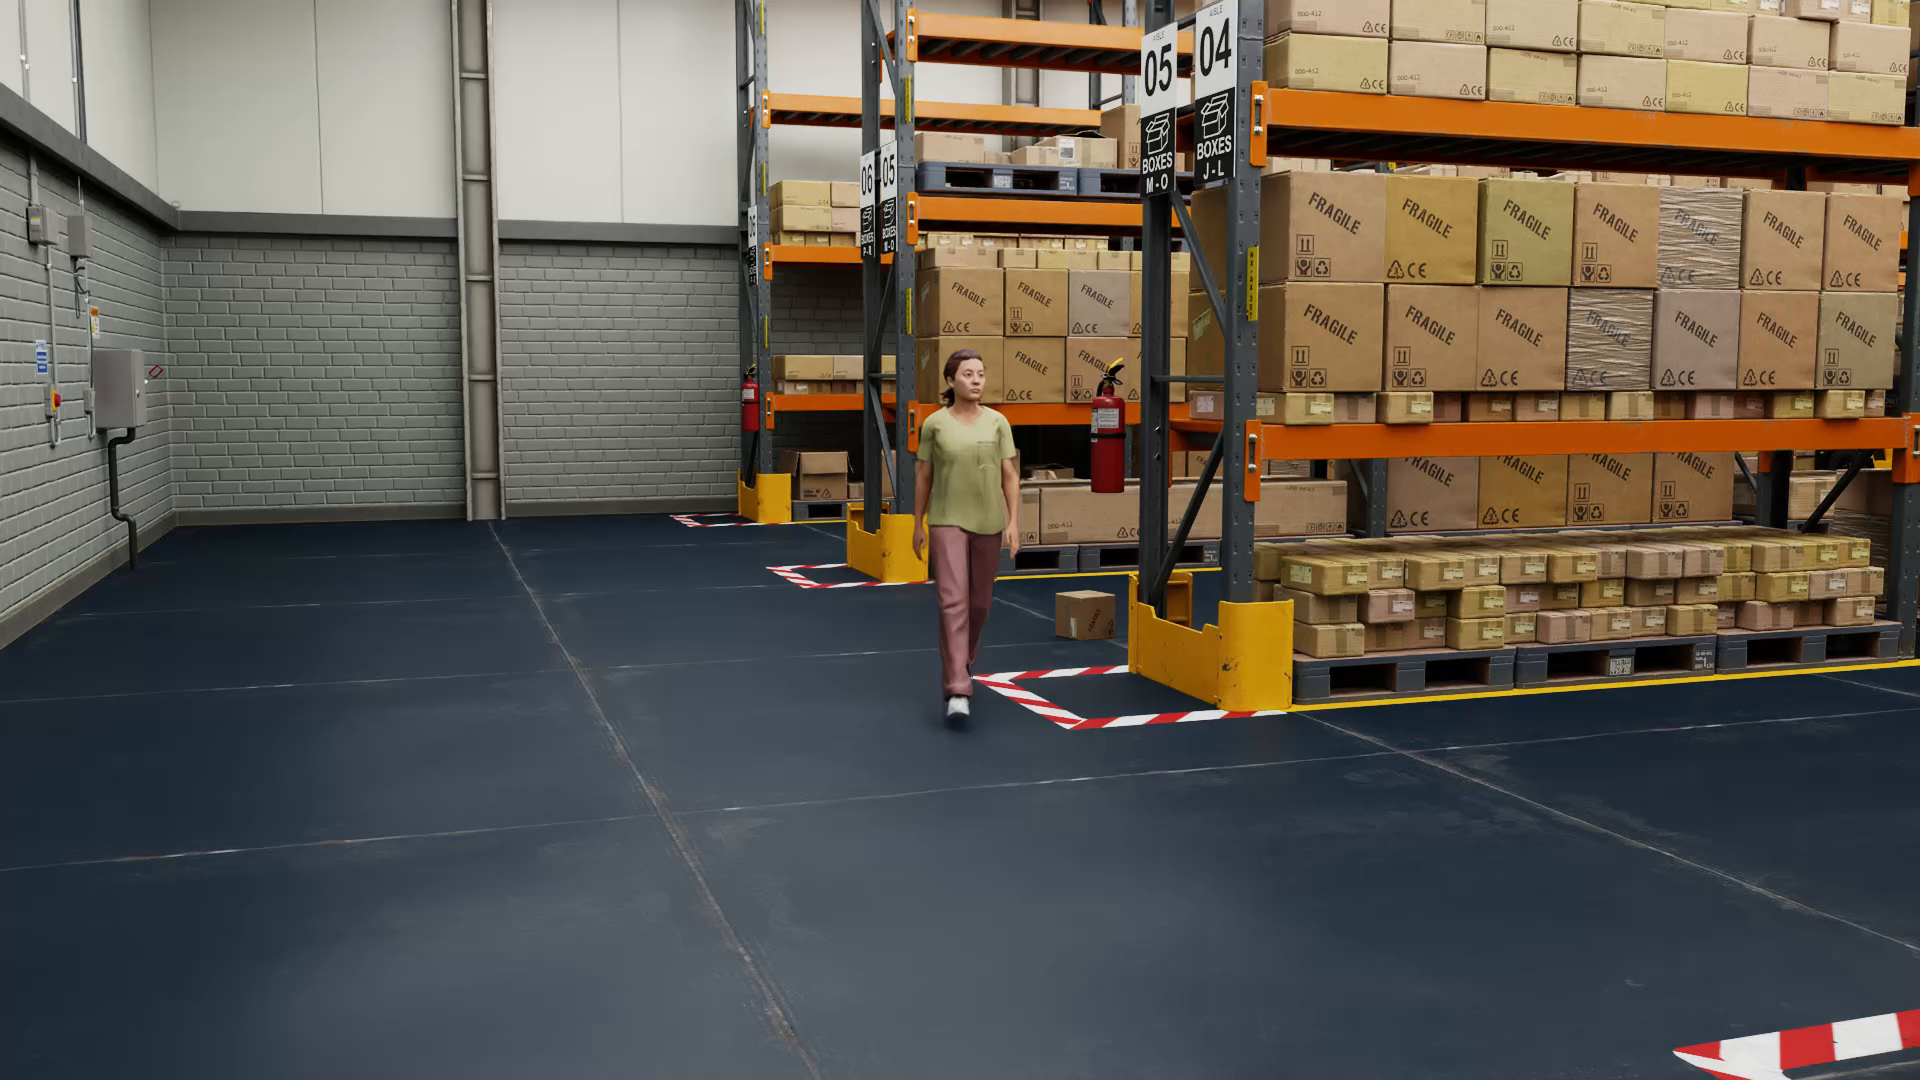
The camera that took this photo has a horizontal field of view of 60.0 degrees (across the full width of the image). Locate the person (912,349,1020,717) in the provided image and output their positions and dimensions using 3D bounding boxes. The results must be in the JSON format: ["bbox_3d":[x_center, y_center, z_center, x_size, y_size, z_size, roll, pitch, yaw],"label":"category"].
[{"bbox_3d":[0.039,-0.054,7.584,0.477,1.628,0.996,-1,6,-9],"label":"person"}]
